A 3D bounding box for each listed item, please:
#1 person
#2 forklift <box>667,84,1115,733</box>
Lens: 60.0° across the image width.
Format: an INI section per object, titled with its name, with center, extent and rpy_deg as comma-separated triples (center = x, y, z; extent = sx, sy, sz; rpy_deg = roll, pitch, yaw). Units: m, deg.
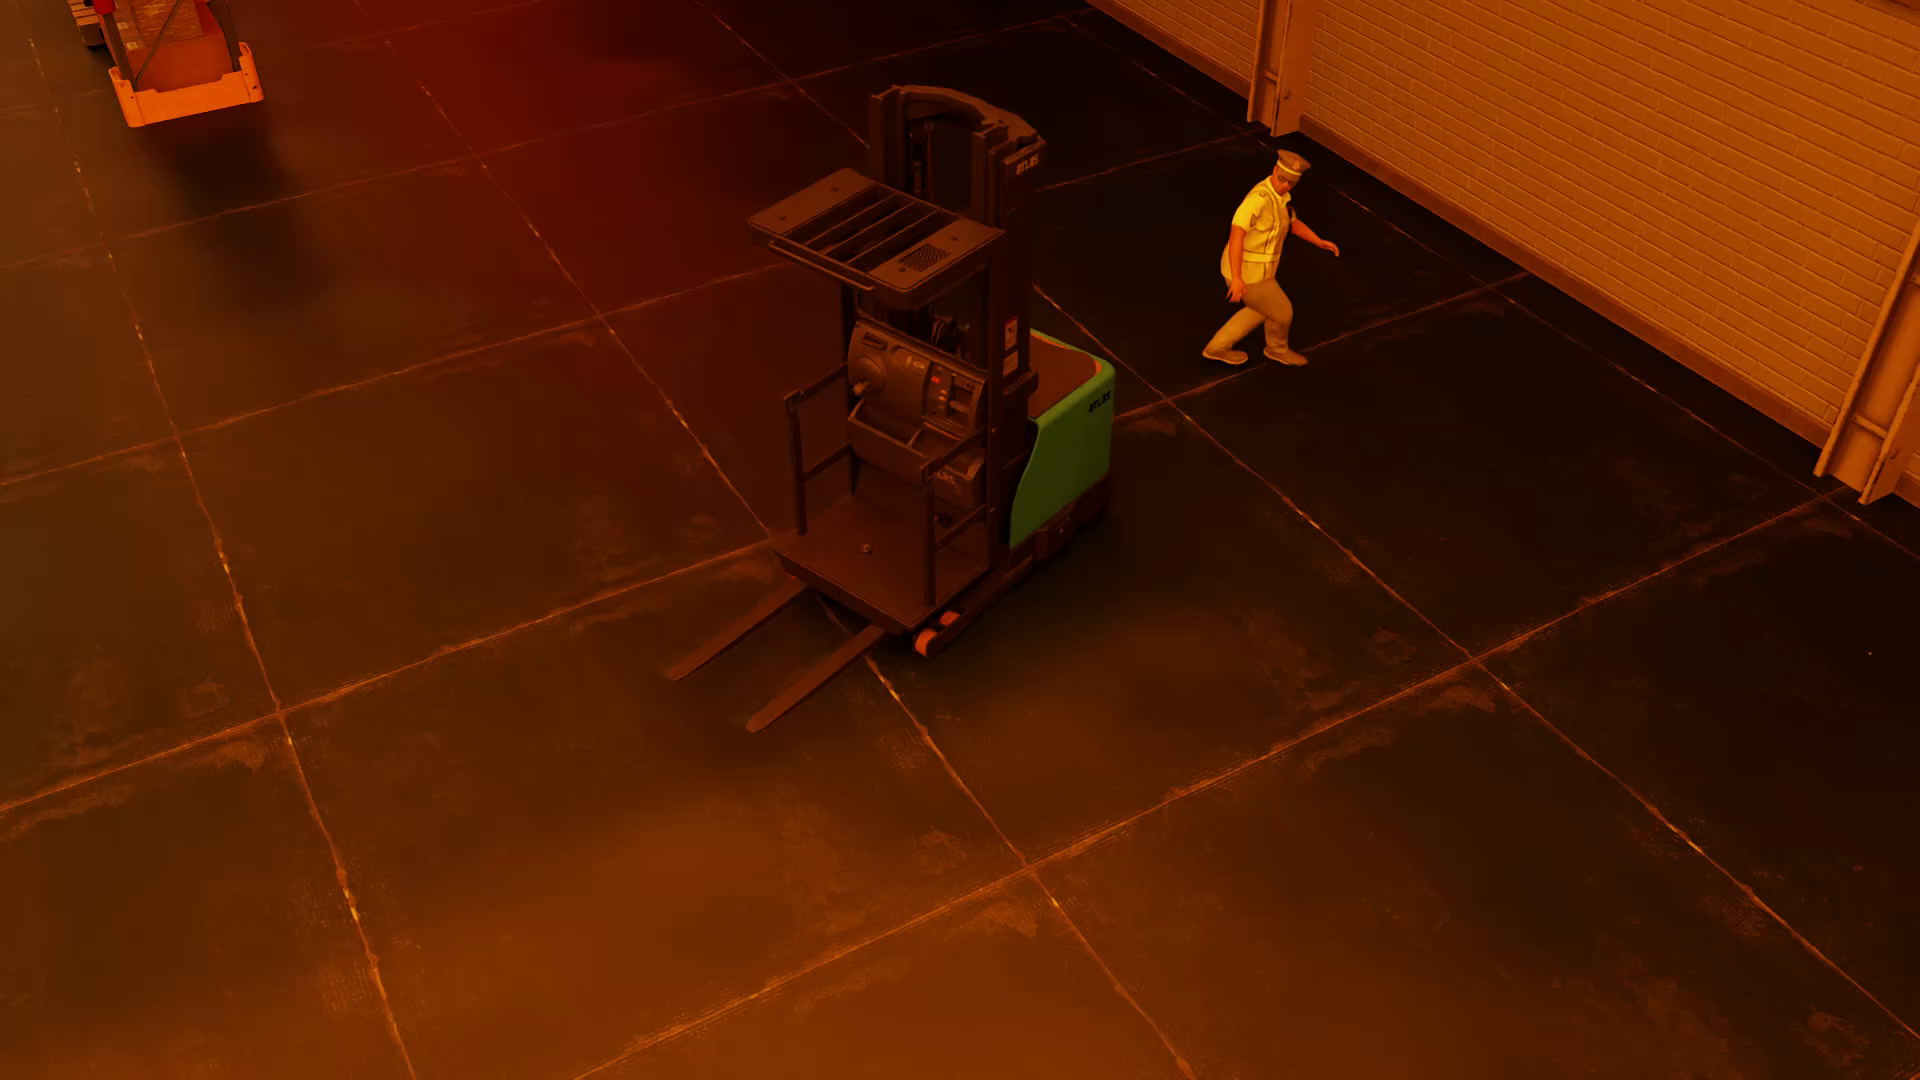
[person]
center = 2.130, -1.817, 11.273
extent = 0.838, 1.650, 0.814
rpy_deg = 5, 40, 6
[forklift]
center = -0.382, -0.820, 9.025
extent = 1.130, 2.935, 3.031
rpy_deg = 28, 47, 29
